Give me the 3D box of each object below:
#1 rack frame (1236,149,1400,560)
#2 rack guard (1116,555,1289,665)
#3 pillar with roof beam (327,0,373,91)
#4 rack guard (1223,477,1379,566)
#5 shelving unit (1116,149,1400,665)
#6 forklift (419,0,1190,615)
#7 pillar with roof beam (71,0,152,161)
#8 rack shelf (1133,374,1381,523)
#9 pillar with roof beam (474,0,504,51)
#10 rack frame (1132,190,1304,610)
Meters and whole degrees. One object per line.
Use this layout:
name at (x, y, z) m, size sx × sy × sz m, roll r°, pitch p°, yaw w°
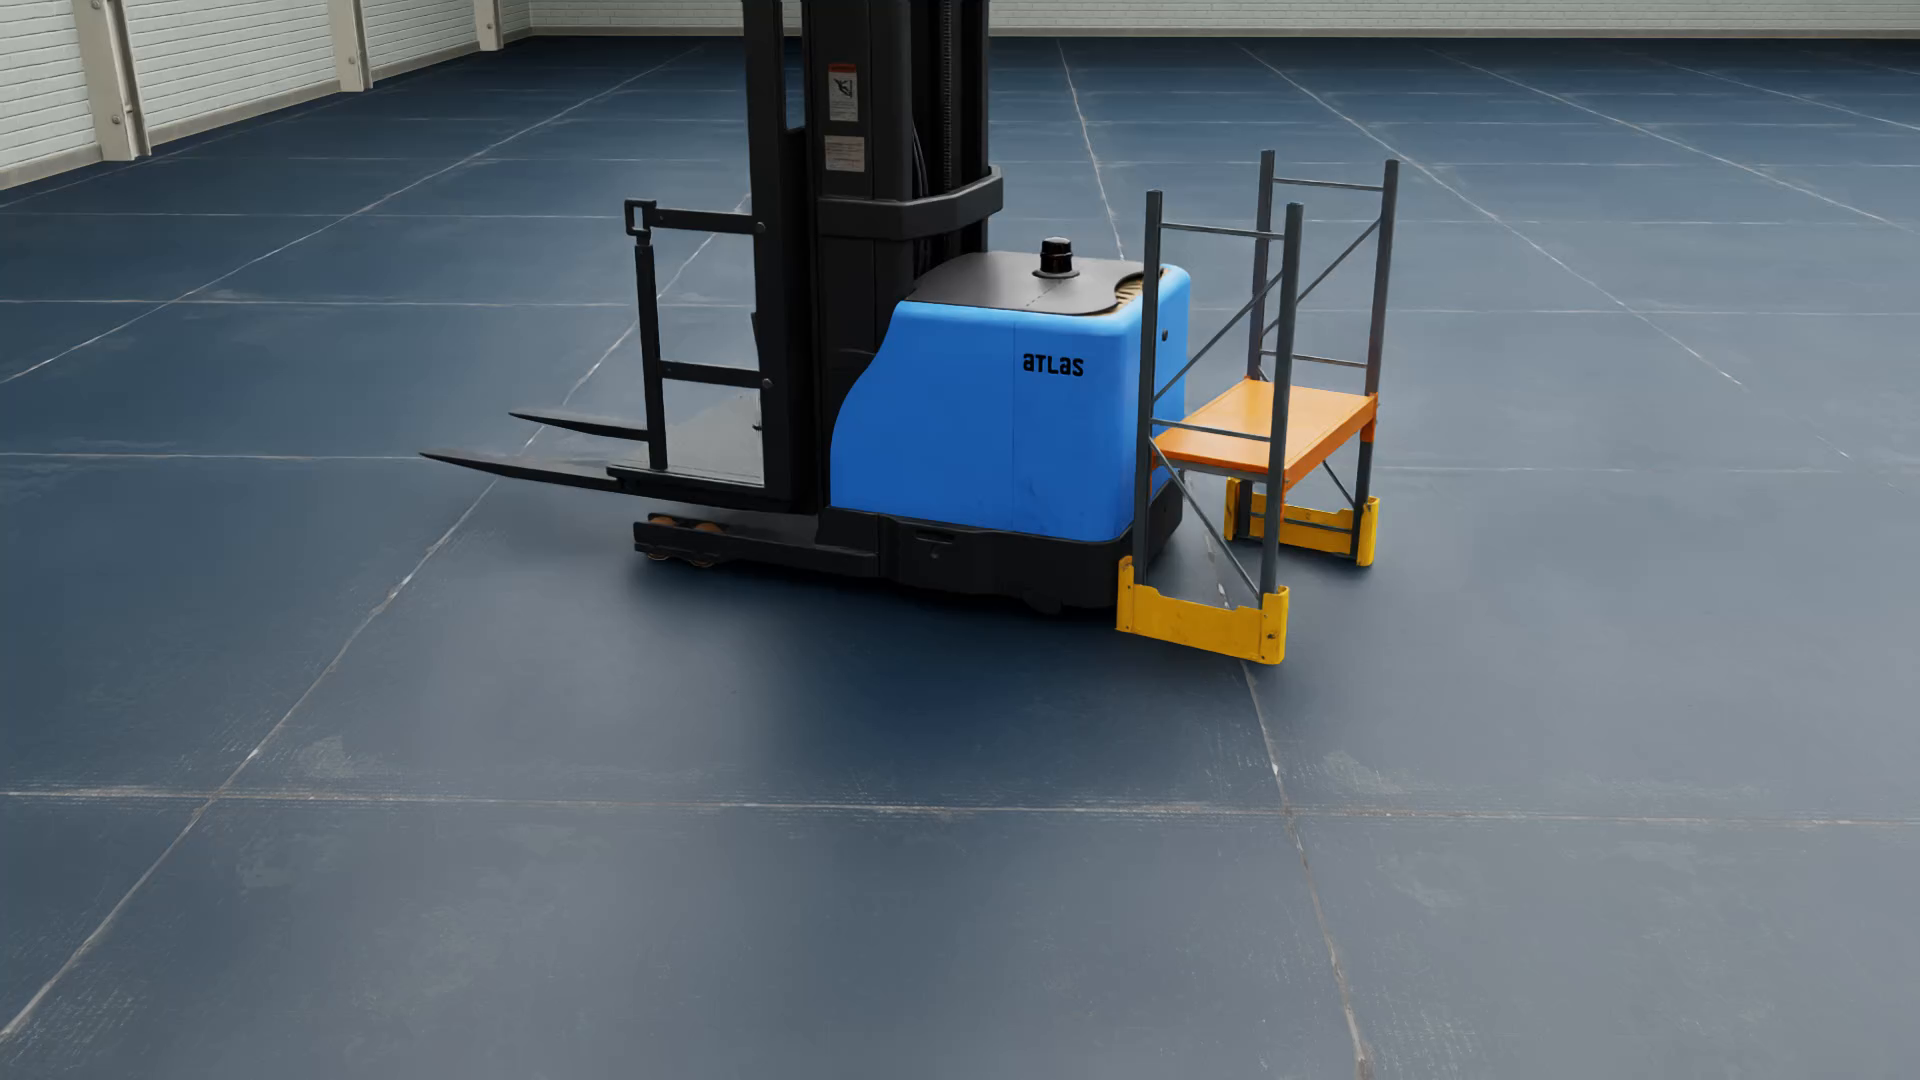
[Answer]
rack frame at (1.313, -0.669, 6.179) m, size 0.500 × 1.500 × 0.032 m, roll 12°, pitch 24°, yaw 28°
rack guard at (0.807, 0.232, 5.585) m, size 0.587 × 0.250 × 0.087 m, roll 12°, pitch 24°, yaw 28°
pillar with roof beam at (-3.553, -10.005, 19.873) m, size 9.100 × 9.000 × 0.400 m, roll 1°, pitch 21°, yaw 2°
rack guard at (1.304, -0.080, 6.390) m, size 0.587 × 0.250 × 0.087 m, roll 12°, pitch 24°, yaw 28°
shelving unit at (1.055, -0.507, 5.761) m, size 0.587 × 1.500 × 1.083 m, roll 12°, pitch 24°, yaw 28°
forklift at (-0.698, -1.429, 6.160) m, size 3.031 × 2.935 × 1.130 m, roll 8°, pitch 23°, yaw 20°
pillar with roof beam at (-3.736, -7.835, 14.282) m, size 9.100 × 9.000 × 0.400 m, roll 1°, pitch 21°, yaw 2°
rack shelf at (1.060, -0.342, 5.833) m, size 0.538 × 0.185 × 1.000 m, roll 12°, pitch 24°, yaw 28°
pillar with roof beam at (-3.371, -12.174, 25.464) m, size 9.100 × 9.000 × 0.400 m, roll 1°, pitch 21°, yaw 2°
rack frame at (0.807, -0.350, 5.357) m, size 0.500 × 1.500 × 0.032 m, roll 12°, pitch 24°, yaw 28°
